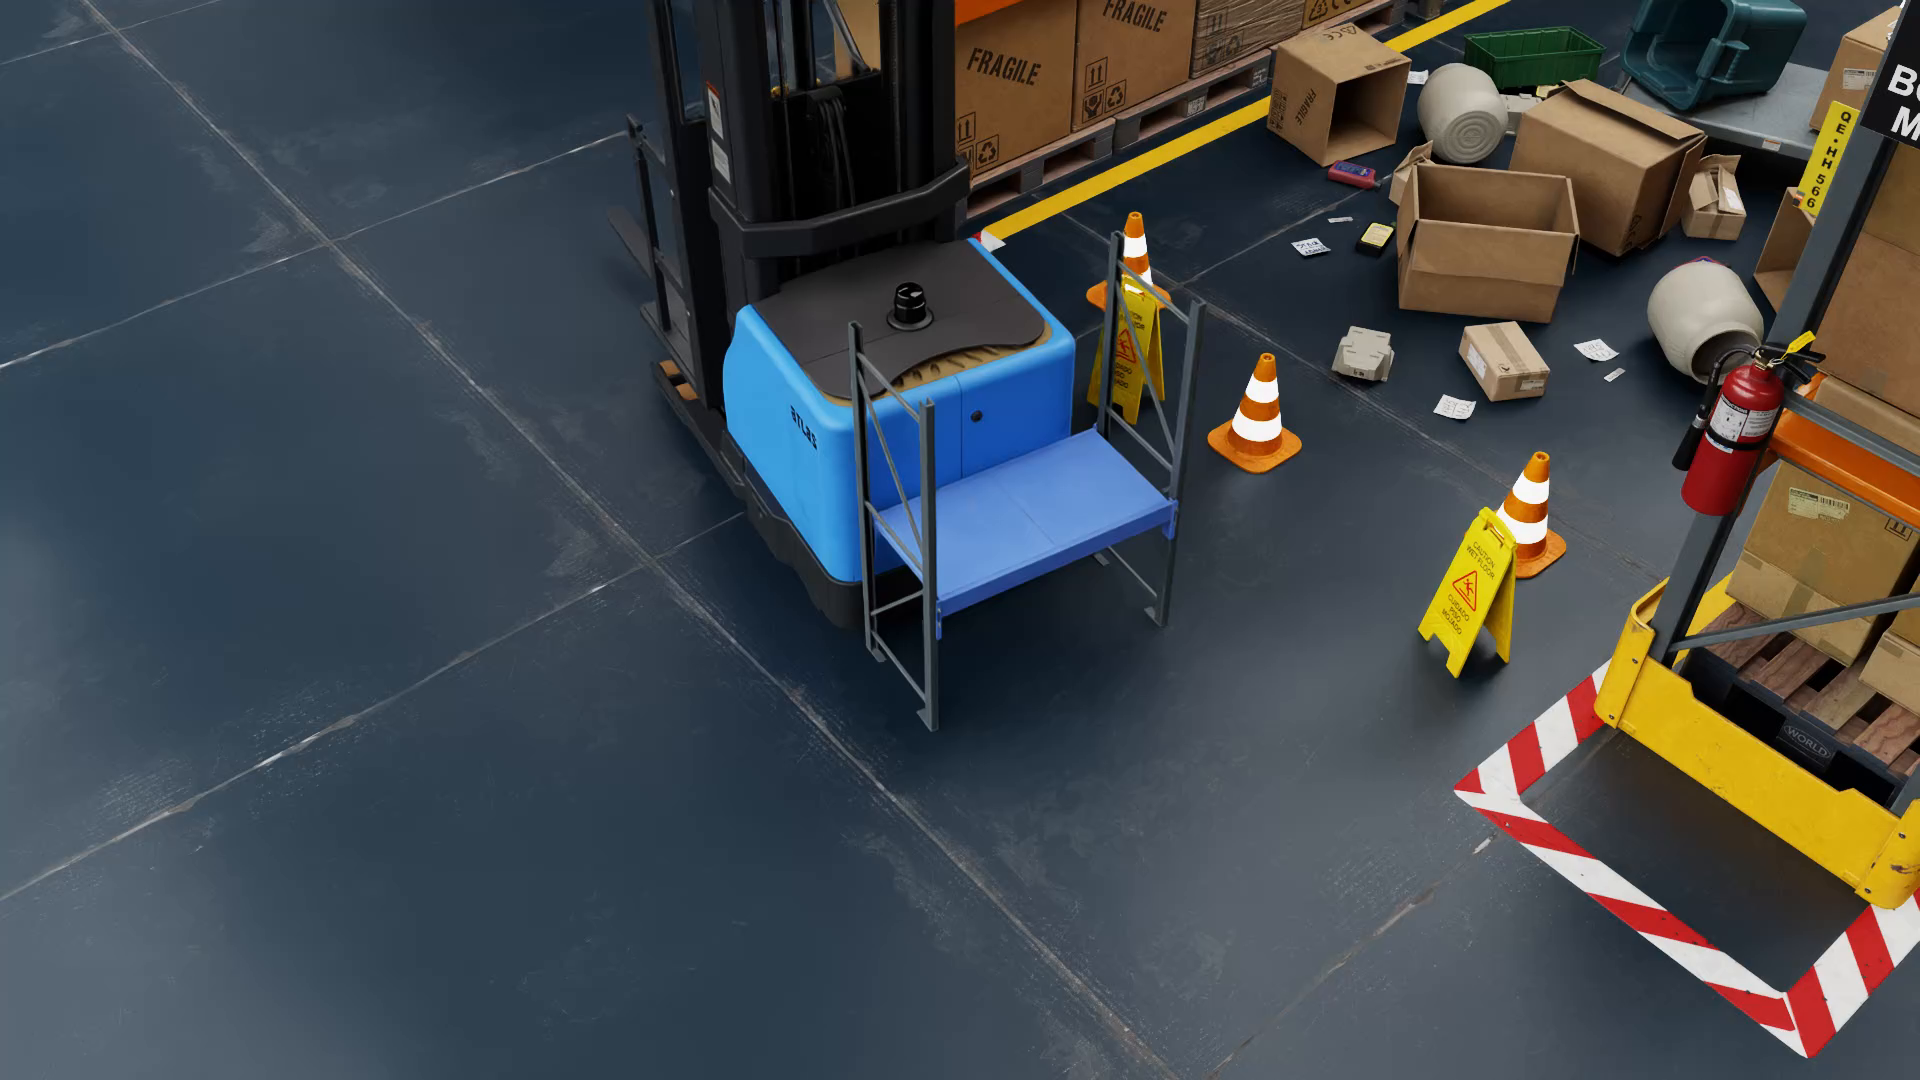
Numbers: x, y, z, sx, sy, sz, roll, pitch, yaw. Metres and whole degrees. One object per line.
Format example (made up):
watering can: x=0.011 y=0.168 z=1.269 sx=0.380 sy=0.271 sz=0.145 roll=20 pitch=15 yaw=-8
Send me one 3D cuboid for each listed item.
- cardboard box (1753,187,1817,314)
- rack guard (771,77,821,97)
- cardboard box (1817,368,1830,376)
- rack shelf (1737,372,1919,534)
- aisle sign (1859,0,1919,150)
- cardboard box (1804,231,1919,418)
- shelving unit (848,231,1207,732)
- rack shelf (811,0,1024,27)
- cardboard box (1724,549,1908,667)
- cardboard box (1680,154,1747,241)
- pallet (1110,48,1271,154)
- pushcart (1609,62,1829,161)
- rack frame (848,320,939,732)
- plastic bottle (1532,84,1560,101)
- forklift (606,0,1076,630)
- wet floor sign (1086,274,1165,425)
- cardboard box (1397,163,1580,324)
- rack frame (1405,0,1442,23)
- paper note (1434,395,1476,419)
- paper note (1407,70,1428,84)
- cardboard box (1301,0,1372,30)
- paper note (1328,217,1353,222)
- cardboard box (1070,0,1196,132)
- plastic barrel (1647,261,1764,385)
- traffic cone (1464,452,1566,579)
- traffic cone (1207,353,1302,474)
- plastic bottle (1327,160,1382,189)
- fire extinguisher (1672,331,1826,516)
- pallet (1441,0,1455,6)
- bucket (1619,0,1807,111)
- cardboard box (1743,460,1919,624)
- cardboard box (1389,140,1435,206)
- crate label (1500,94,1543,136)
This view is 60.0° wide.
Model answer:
cardboard box: x=4.116 y=-1.302 z=7.769 sx=0.500 sy=0.500 sz=0.500 roll=0 pitch=43 yaw=0
rack guard: x=-0.529 y=-1.844 z=8.348 sx=0.348 sy=0.500 sz=1.175 roll=-30 pitch=51 yaw=-28
cardboard box: x=3.016 y=-0.566 z=5.345 sx=0.250 sy=0.149 sz=0.380 roll=-30 pitch=51 yaw=-28
rack shelf: x=4.277 y=-0.827 z=5.965 sx=4.000 sy=0.370 sz=1.077 roll=-30 pitch=51 yaw=-28
aisle sign: x=2.510 y=-1.284 z=4.027 sx=0.004 sy=0.787 sz=0.394 roll=-30 pitch=51 yaw=-28
cardboard box: x=2.983 y=-0.739 z=5.055 sx=0.500 sy=0.500 sz=0.500 roll=-31 pitch=51 yaw=-29
shelving unit: x=0.220 y=-0.181 z=5.847 sx=1.048 sy=1.500 sz=0.538 roll=-22 pitch=48 yaw=-22
rack shelf: x=1.024 y=-3.382 z=8.686 sx=4.000 sy=0.370 sz=1.077 roll=-30 pitch=51 yaw=-28
cardboard box: x=3.209 y=0.131 z=6.121 sx=0.500 sy=0.250 sz=0.500 roll=-30 pitch=51 yaw=-28
cardboard box: x=3.809 y=-1.741 z=8.409 sx=0.258 sy=0.266 sz=0.396 roll=7 pitch=44 yaw=7
pallet: x=0.988 y=-2.675 z=9.444 sx=1.213 sy=0.211 sz=1.003 roll=-30 pitch=51 yaw=-28
pushcart: x=4.310 y=-2.187 z=8.803 sx=1.648 sy=0.377 sz=0.936 roll=22 pitch=47 yaw=21
rack frame: x=-0.217 y=-0.002 z=5.657 sx=0.032 sy=1.500 sz=0.500 roll=-22 pitch=48 yaw=-22
plastic bottle: x=3.314 y=-2.538 z=9.408 sx=0.133 sy=0.061 sz=0.283 roll=14 pitch=45 yaw=15
forklift: x=-0.716 y=-1.731 z=6.452 sx=1.130 sy=2.935 sz=3.031 roll=-21 pitch=47 yaw=-21
wet floor sign: x=0.738 y=-0.855 z=7.189 sx=0.267 sy=0.644 sz=0.232 roll=30 pitch=51 yaw=28
cardboard box: x=2.466 y=-1.402 z=7.875 sx=0.797 sy=0.503 sz=0.637 roll=7 pitch=44 yaw=7
rack frame: x=2.558 y=-4.523 z=9.375 sx=0.127 sy=3.000 sz=1.000 roll=-30 pitch=51 yaw=-28
paper note: x=2.191 y=-0.589 z=7.355 sx=0.148 sy=0.019 sz=0.142 roll=22 pitch=47 yaw=21
paper note: x=2.623 y=-2.670 z=9.570 sx=0.147 sy=0.020 sz=0.142 roll=7 pitch=44 yaw=7
cardboard box: x=2.031 y=-3.662 z=9.703 sx=0.875 sy=0.875 sz=0.875 roll=-29 pitch=50 yaw=-27
paper note: x=1.941 y=-1.634 z=8.483 sx=0.123 sy=0.001 sz=0.032 roll=-7 pitch=44 yaw=-7
cardboard box: x=0.641 y=-2.865 z=8.854 sx=0.875 sy=0.875 sz=0.875 roll=-31 pitch=51 yaw=-28
plastic barrel: x=3.356 y=-0.974 z=7.478 sx=0.421 sy=0.421 sz=0.512 roll=0 pitch=43 yaw=0
traffic cone: x=2.245 y=-0.153 z=6.574 sx=0.334 sy=0.463 sz=0.336 roll=-30 pitch=51 yaw=-28
traffic cone: x=1.272 y=-0.586 z=7.036 sx=0.334 sy=0.463 sz=0.336 roll=-30 pitch=51 yaw=-28
plastic bottle: x=2.090 y=-1.914 z=8.743 sx=0.283 sy=0.061 sz=0.133 roll=22 pitch=47 yaw=21
fire extinguisher: x=2.360 y=-0.375 z=5.014 sx=0.183 sy=0.674 sz=0.296 roll=-30 pitch=51 yaw=-28
pallet: x=3.101 y=-3.885 z=10.732 sx=1.213 sy=0.211 sz=1.003 roll=-30 pitch=51 yaw=-28
bucket: x=3.933 y=-2.613 z=8.622 sx=0.620 sy=0.611 sz=0.726 roll=-6 pitch=43 yaw=-21
cardboard box: x=3.190 y=-0.124 z=5.845 sx=0.500 sy=0.500 sz=0.500 roll=-29 pitch=51 yaw=-28
cardboard box: x=2.421 y=-1.804 z=8.477 sx=0.258 sy=0.266 sz=0.396 roll=-21 pitch=47 yaw=-21
crate label: x=3.073 y=-2.344 z=9.146 sx=0.298 sy=0.136 sz=0.250 roll=7 pitch=44 yaw=7
